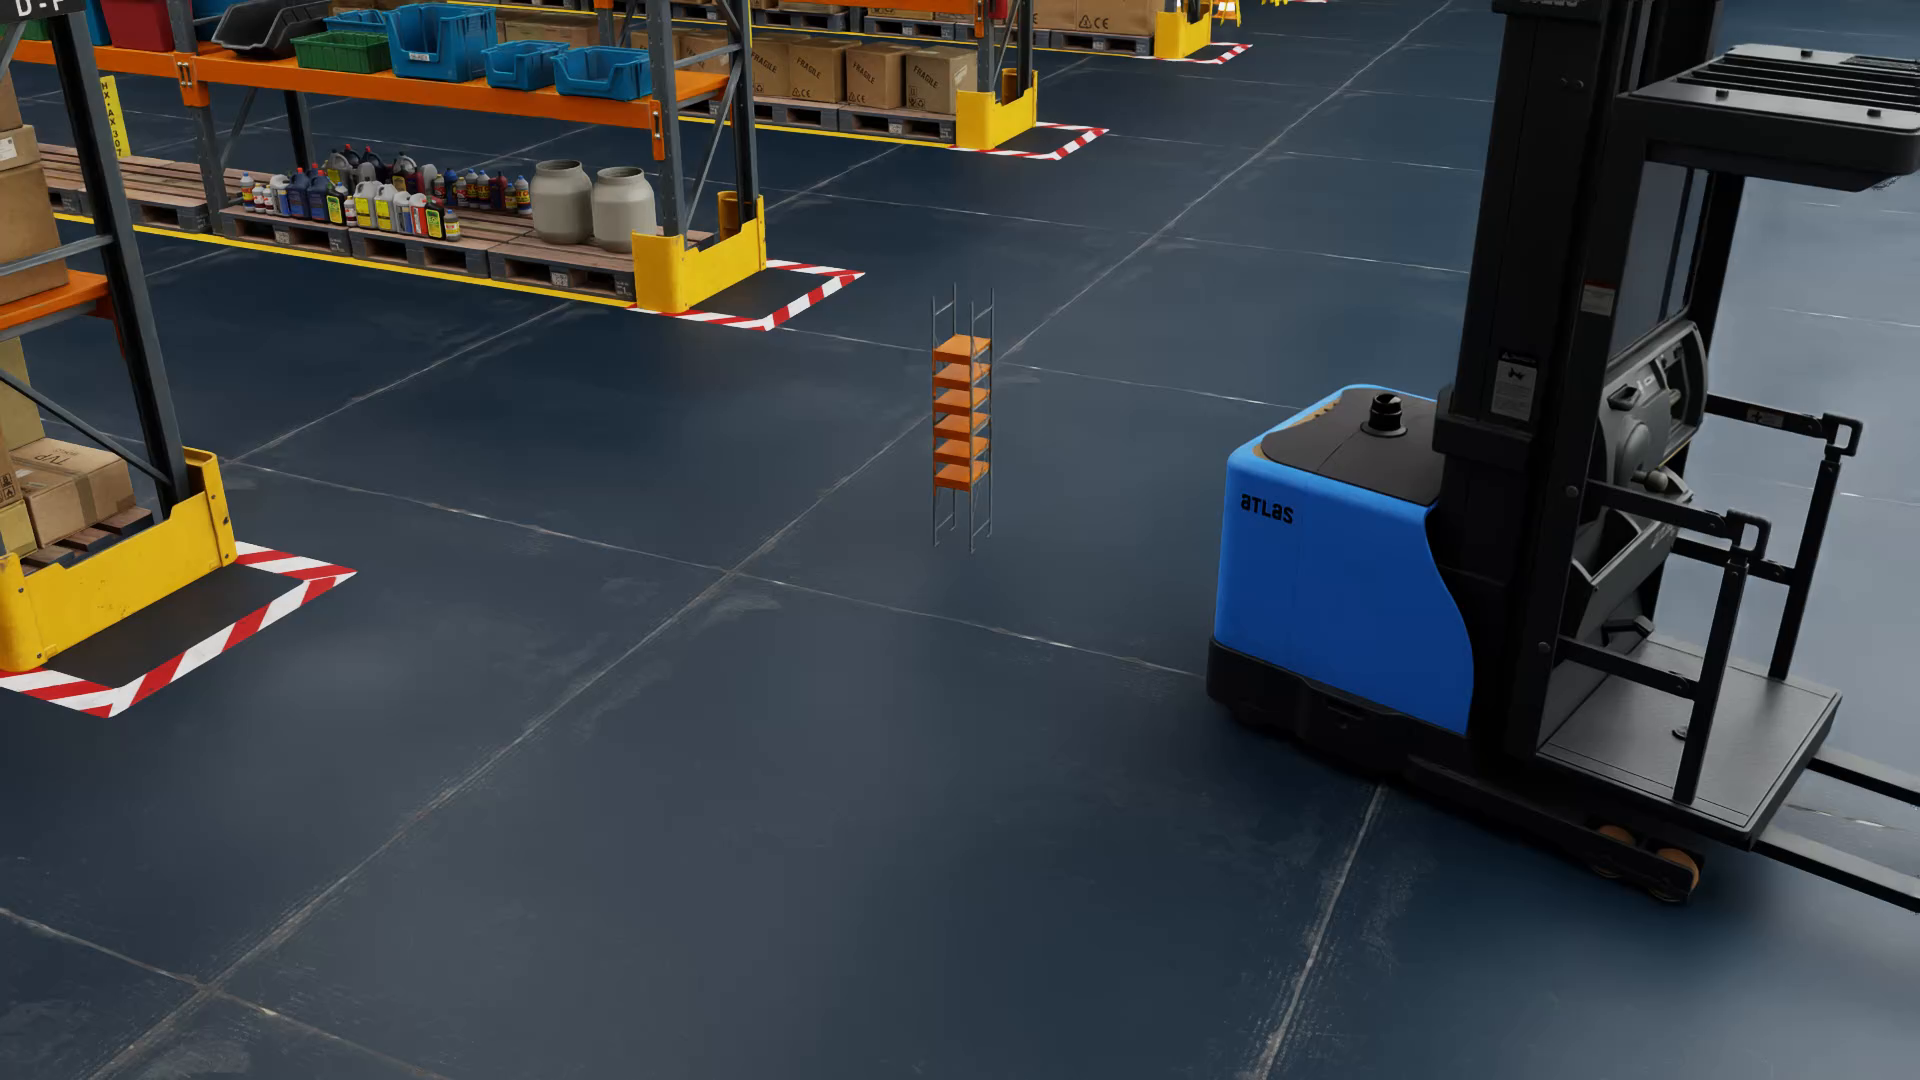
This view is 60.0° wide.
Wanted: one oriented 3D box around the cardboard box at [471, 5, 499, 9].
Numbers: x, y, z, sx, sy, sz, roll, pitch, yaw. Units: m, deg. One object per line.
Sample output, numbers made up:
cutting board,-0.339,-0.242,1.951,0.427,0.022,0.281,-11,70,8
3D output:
cardboard box,-5.224,-5.284,17.418,0.500,0.500,0.700,14,29,26

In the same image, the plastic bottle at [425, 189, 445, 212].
plastic bottle,-3.667,-2.304,11.610,0.133,0.283,0.061,11,28,22

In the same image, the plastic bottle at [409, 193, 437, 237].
plastic bottle,-3.711,-2.258,11.525,0.135,0.276,0.152,12,28,22

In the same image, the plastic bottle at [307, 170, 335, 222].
plastic bottle,-4.546,-2.457,11.845,0.185,0.351,0.144,10,28,20

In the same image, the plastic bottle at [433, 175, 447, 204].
plastic bottle,-3.841,-2.601,12.307,0.097,0.201,0.097,0,26,0

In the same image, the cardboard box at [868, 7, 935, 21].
cardboard box,-0.541,-6.856,20.210,0.875,0.875,0.875,12,29,23

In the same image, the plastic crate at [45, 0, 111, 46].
plastic crate,-6.413,-3.866,12.225,0.575,0.384,0.392,11,28,22

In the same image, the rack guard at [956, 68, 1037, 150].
rack guard,0.342,-3.949,15.206,0.348,0.500,1.175,11,28,22

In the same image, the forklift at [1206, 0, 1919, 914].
forklift,2.402,-0.411,5.267,3.031,2.935,1.130,20,33,35

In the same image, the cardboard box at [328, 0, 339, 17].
cardboard box,-7.491,-5.889,18.246,0.875,0.875,1.225,10,28,19

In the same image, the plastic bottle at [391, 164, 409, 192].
plastic bottle,-4.125,-2.634,12.280,0.133,0.283,0.061,11,28,22

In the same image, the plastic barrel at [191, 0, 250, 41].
plastic barrel,-5.507,-4.214,12.346,0.708,0.901,0.600,11,28,22

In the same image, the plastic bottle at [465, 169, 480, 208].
plastic bottle,-3.564,-2.577,12.178,0.097,0.271,0.097,0,26,0

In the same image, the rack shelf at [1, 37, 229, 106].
rack shelf,-7.101,-3.840,12.968,4.000,0.370,1.077,11,28,22

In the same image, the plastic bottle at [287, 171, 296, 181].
plastic bottle,-4.823,-2.536,12.082,0.133,0.283,0.061,11,28,22

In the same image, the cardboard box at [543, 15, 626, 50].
cardboard box,-3.780,-4.985,16.811,0.500,0.500,0.700,9,28,18

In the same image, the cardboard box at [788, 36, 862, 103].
cardboard box,-1.271,-4.462,15.772,0.500,0.500,0.500,14,30,27

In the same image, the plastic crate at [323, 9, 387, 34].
plastic crate,-4.161,-3.637,11.909,0.616,0.251,0.499,11,28,22

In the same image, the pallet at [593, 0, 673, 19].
pallet,-4.040,-7.070,21.871,1.213,0.211,1.003,11,28,22

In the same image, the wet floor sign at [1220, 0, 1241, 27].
wet floor sign,3.402,-6.767,20.765,0.232,0.644,0.267,6,27,13

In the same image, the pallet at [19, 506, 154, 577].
pallet,-4.406,0.054,7.402,1.213,0.211,1.003,11,28,22

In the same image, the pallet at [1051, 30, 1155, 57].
pallet,1.796,-5.897,19.488,1.213,0.211,1.003,11,28,22

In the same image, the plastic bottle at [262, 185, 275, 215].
plastic bottle,-4.987,-2.467,12.035,0.097,0.201,0.097,0,26,0

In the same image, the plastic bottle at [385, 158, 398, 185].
plastic bottle,-4.235,-2.726,12.467,0.133,0.283,0.061,13,29,25

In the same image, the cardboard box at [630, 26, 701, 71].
cardboard box,-2.883,-4.766,16.389,0.500,0.500,0.500,10,28,20

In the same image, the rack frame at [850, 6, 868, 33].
rack frame,-1.085,-7.764,20.124,0.127,3.000,1.000,11,28,22

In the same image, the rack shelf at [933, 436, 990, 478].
rack shelf,0.013,-0.388,7.552,0.180,0.103,0.258,11,28,22

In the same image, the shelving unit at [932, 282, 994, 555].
shelving unit,0.013,-0.536,7.480,0.189,1.200,0.258,11,28,22

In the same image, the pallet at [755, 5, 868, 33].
pallet,-1.819,-6.624,20.965,1.213,0.211,1.003,11,28,22

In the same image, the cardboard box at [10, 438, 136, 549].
cardboard box,-4.089,-0.217,7.432,0.500,0.250,0.500,11,28,22

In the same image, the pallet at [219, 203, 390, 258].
pallet,-4.686,-2.406,12.398,1.213,0.211,1.003,11,28,22

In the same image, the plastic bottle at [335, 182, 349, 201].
plastic bottle,-4.396,-2.409,11.839,0.097,0.271,0.097,0,26,0

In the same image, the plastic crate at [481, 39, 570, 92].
plastic crate,-2.807,-3.091,10.801,0.408,0.251,0.499,11,28,22

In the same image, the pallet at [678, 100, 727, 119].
pallet,-2.604,-4.429,16.506,1.213,0.211,1.003,11,28,22

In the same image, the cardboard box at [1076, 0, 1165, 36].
cardboard box,1.912,-6.365,19.213,0.875,0.875,0.875,12,28,22

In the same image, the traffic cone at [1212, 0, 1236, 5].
traffic cone,3.588,-7.463,22.385,0.334,0.463,0.336,11,28,22

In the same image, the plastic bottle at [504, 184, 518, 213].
plastic bottle,-3.255,-2.483,12.068,0.097,0.201,0.097,0,26,0

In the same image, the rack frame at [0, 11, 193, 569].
rack frame,-3.693,-1.074,6.536,0.127,3.000,1.000,11,28,22

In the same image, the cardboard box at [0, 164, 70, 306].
cardboard box,-4.113,-1.210,6.698,0.500,0.500,0.700,11,28,22

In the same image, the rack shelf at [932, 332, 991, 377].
rack shelf,0.013,-0.819,7.340,0.180,0.103,0.258,11,28,22

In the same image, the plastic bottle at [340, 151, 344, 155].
plastic bottle,-4.706,-2.820,12.659,0.133,0.283,0.061,13,29,24

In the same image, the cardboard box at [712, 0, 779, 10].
cardboard box,-2.564,-7.199,21.047,0.750,0.750,1.050,11,28,22

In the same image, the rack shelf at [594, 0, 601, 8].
rack shelf,-5.051,-5.831,17.013,4.000,0.370,1.077,11,28,22

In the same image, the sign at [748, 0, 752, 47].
sign,-1.407,-3.410,10.967,0.005,0.325,0.100,11,28,22

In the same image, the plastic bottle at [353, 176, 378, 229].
plastic bottle,-4.159,-2.379,11.687,0.185,0.351,0.144,11,28,21

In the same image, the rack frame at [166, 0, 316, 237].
rack frame,-5.280,-3.797,12.066,0.127,3.000,1.000,11,28,22
